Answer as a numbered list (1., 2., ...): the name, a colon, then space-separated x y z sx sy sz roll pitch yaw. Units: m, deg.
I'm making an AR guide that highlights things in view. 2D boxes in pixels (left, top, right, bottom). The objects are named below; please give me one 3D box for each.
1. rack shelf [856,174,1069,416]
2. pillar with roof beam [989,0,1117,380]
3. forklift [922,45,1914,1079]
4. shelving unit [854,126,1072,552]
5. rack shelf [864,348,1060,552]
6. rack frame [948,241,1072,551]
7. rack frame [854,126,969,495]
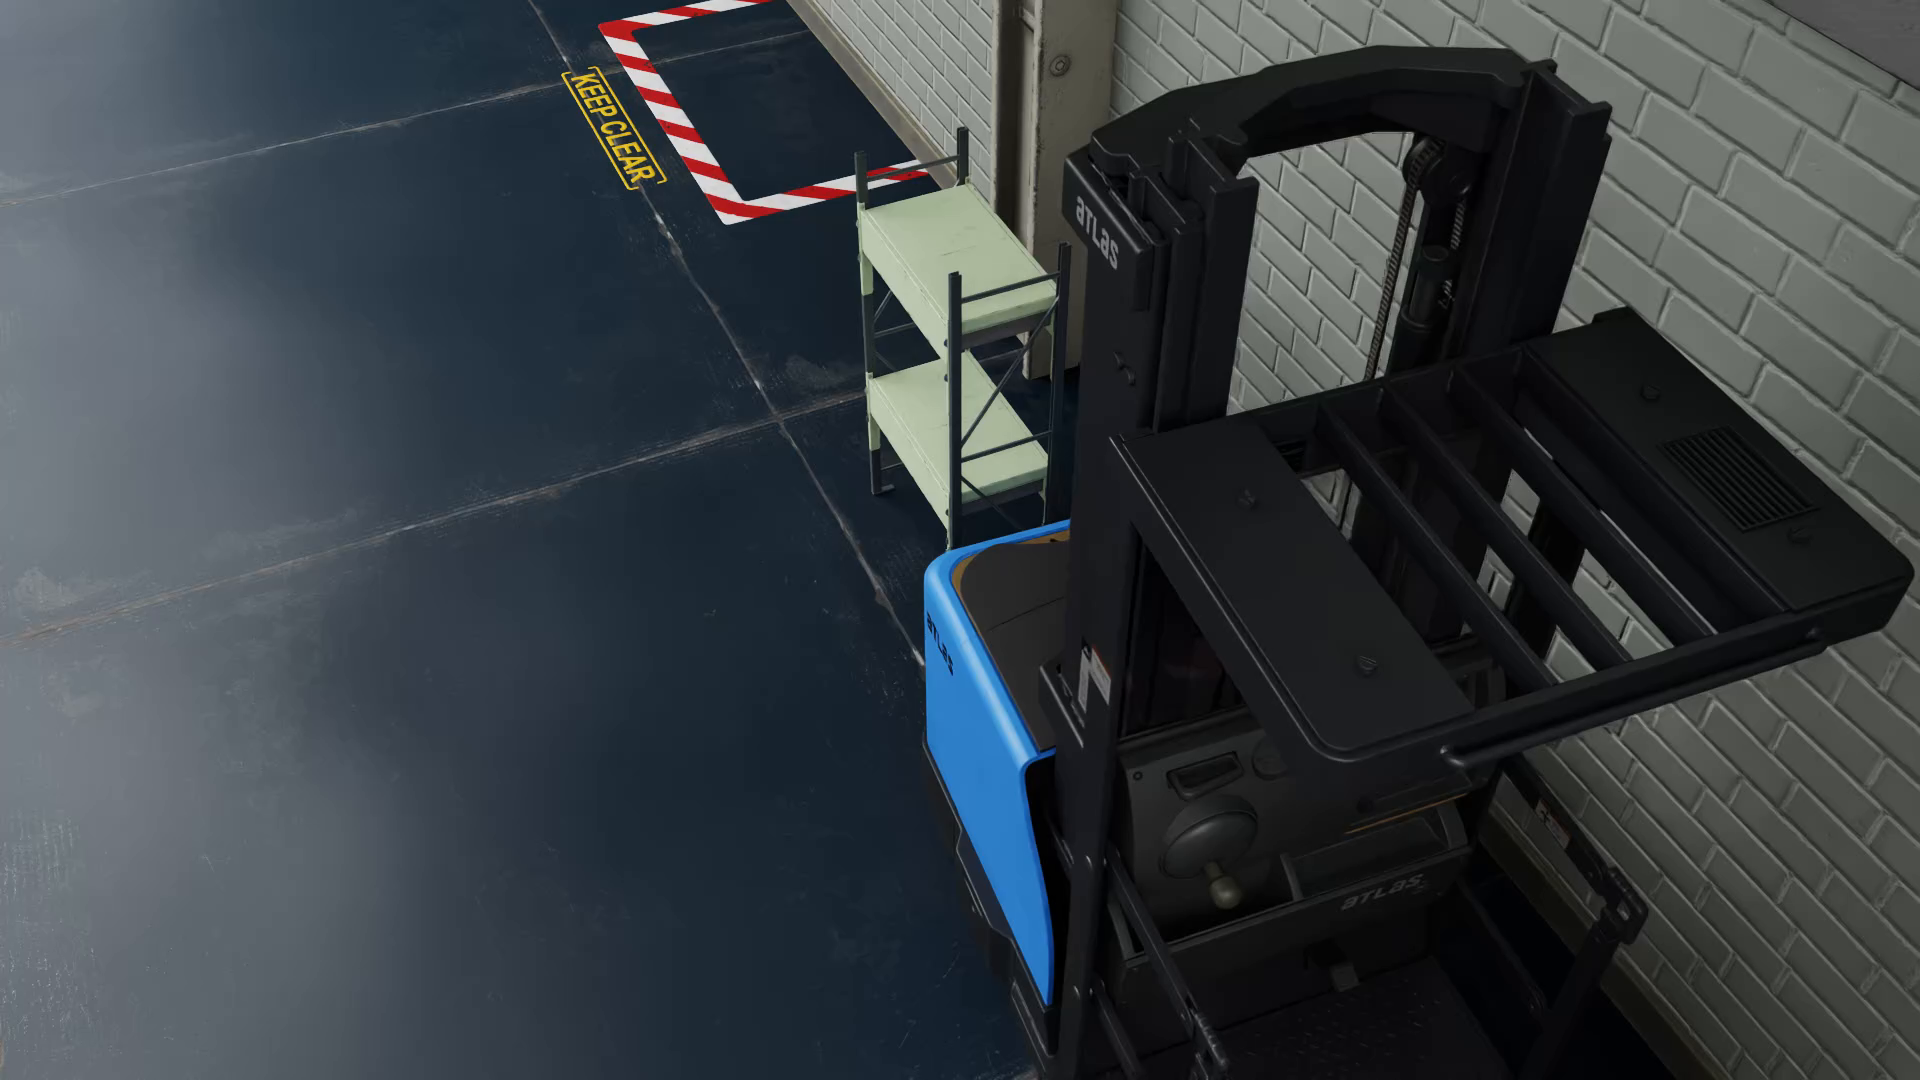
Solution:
1. rack shelf: -0.003 -0.816 5.453 0.431 0.370 0.720 -18 47 -17
2. pillar with roof beam: -3.567 -2.769 2.649 9.100 9.000 0.400 -18 47 -17
3. forklift: 0.872 0.619 3.536 1.130 2.935 3.031 -15 46 -14
4. shelving unit: -0.003 -0.538 5.728 0.431 1.500 0.755 -18 47 -17
5. rack shelf: -0.003 -0.306 5.957 0.431 0.370 0.720 -18 47 -17
6. rack frame: 0.151 -0.305 5.491 0.400 1.500 0.023 -18 47 -17
7. rack frame: -0.157 -0.771 5.964 0.400 1.500 0.023 -18 47 -17
